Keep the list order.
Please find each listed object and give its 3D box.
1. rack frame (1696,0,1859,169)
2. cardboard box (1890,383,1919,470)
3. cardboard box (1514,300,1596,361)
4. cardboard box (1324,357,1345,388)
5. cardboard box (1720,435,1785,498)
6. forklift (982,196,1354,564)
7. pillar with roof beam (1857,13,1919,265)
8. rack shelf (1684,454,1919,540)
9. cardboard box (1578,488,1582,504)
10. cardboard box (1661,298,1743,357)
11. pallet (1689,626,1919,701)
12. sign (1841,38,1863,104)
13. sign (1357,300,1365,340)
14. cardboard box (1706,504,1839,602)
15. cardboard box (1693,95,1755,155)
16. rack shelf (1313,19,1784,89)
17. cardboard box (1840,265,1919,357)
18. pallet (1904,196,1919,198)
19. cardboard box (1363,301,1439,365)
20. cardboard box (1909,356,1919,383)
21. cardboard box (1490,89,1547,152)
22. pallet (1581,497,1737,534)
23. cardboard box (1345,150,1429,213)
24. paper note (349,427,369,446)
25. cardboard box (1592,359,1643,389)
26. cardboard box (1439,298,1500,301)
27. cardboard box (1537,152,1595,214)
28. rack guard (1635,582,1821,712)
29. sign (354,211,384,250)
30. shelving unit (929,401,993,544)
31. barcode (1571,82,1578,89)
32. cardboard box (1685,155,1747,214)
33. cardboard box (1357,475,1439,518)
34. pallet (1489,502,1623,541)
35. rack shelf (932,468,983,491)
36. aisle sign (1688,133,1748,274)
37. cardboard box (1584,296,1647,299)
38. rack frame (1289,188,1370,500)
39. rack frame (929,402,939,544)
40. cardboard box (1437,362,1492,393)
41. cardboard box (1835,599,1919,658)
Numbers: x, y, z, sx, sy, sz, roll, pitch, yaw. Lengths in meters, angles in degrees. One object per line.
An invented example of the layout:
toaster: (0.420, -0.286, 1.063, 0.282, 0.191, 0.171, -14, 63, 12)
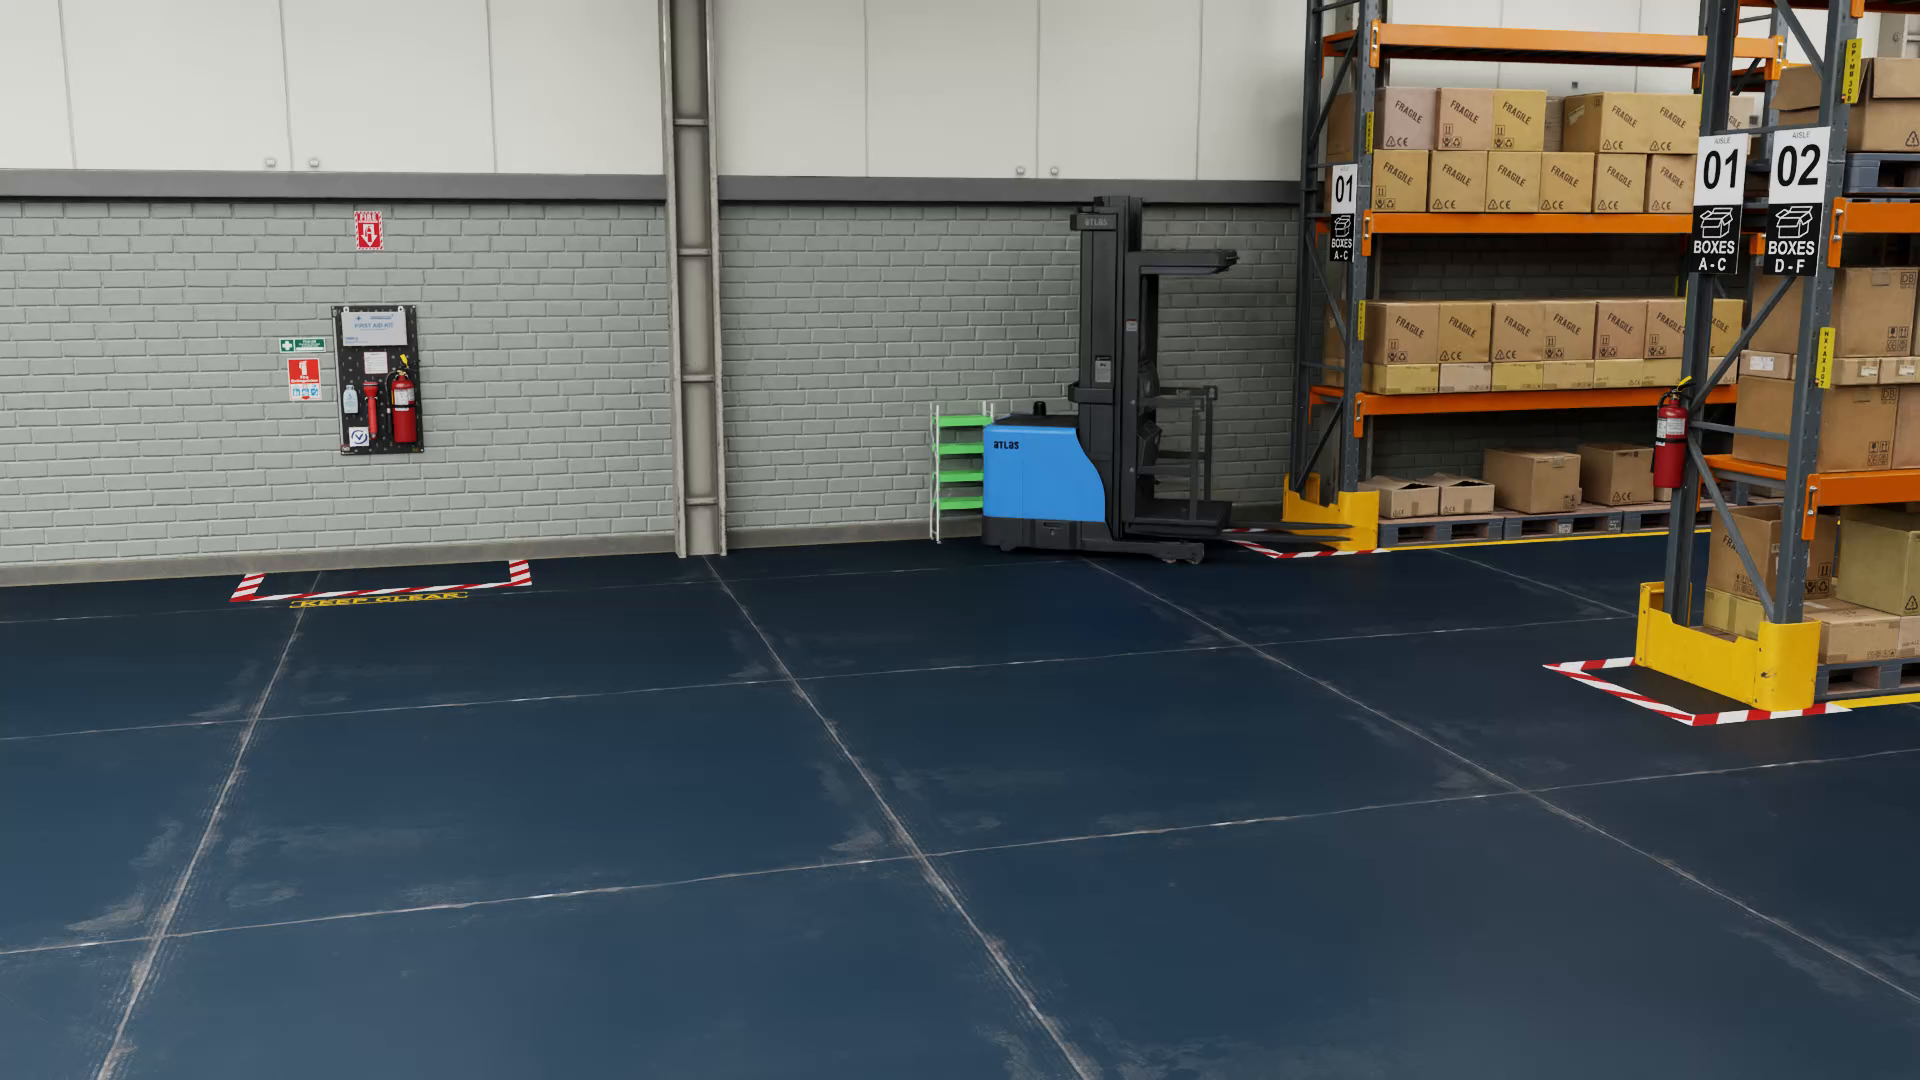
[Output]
rack frame: (4.547, -3.572, 9.095, 0.127, 3.000, 1.000, -3, 11, -16)
cardboard box: (5.502, -0.720, 9.894, 0.500, 0.500, 0.700, -3, 11, -14)
cardboard box: (5.169, -1.836, 14.522, 0.500, 0.500, 0.500, -3, 11, -14)
cardboard box: (3.553, -1.476, 14.638, 0.500, 0.250, 0.500, -3, 11, -15)
cardboard box: (7.702, -0.712, 15.819, 0.500, 0.500, 0.700, -3, 11, -14)
forklift: (1.756, -1.352, 13.797, 3.031, 2.935, 1.130, 3, 11, 15)
pillar with roof beam: (10.553, -4.174, 12.365, 0.400, 9.000, 9.100, -3, 11, -16)
rack shelf: (6.467, -0.369, 10.253, 4.000, 0.370, 1.077, -3, 11, -16)
cardboard box: (5.458, -0.422, 15.212, 0.250, 0.149, 0.380, -4, 11, -21)
cardboard box: (6.632, -1.912, 14.936, 0.500, 0.500, 0.500, -3, 11, -16)
pallet: (5.270, 0.704, 10.140, 1.213, 0.211, 1.003, -3, 11, -16)
sign: (4.696, -2.469, 8.755, 0.005, 0.325, 0.100, -3, 11, -16)
sign: (3.311, -1.814, 13.724, 0.005, 0.325, 0.100, -3, 11, -16)
cardboard box: (4.979, 0.076, 10.210, 0.500, 0.500, 0.500, -3, 11, -16)
cardboard box: (6.594, -3.638, 14.648, 0.500, 0.500, 0.500, -4, 11, -21)
rack shelf: (5.079, -4.179, 14.387, 4.000, 0.370, 1.077, -3, 11, -16)
cardboard box: (5.553, -1.360, 9.792, 0.500, 0.500, 0.700, -3, 11, -17)
pallet: (6.407, -2.147, 9.883, 1.213, 0.211, 1.003, -3, 11, -16)
cardboard box: (3.701, -1.759, 14.106, 0.500, 0.500, 0.500, -3, 11, -16)
cardboard box: (5.477, -0.998, 9.617, 0.250, 0.149, 0.380, -3, 11, -16)
cardboard box: (4.581, -3.530, 14.060, 0.500, 0.500, 0.500, -3, 11, -14)
pallet: (6.364, -0.273, 15.449, 1.213, 0.211, 1.003, -3, 11, -16)
cardboard box: (3.550, -2.990, 13.888, 0.500, 0.500, 0.500, -3, 11, -14)
paper note: (-4.744, -0.816, 13.128, 0.142, 0.148, 0.016, -3, 11, -16)
cardboard box: (5.670, -1.492, 14.728, 0.500, 0.250, 0.500, -3, 11, -16)
cardboard box: (4.533, -1.899, 14.864, 0.500, 0.500, 0.500, -3, 11, -18)
cardboard box: (5.081, -3.069, 14.316, 0.500, 0.500, 0.500, -2, 11, -12)
rack guard: (4.524, 0.609, 9.858, 0.348, 0.500, 1.175, -3, 11, -16)
sign: (-4.591, -2.403, 12.913, 0.199, 0.298, 0.001, -3, 11, -16)
shelving unit: (0.010, -0.590, 14.436, 0.503, 1.200, 0.258, -3, 11, -17)
barcode: (5.545, -4.099, 14.995, 0.075, 0.075, 0.001, -3, 11, -16)
cardboard box: (6.581, -3.151, 14.759, 0.500, 0.500, 0.500, -3, 11, -14)
cardboard box: (3.848, -0.396, 14.624, 0.500, 0.311, 0.500, -4, 11, -22)
pallet: (5.191, -0.211, 15.110, 1.213, 0.211, 1.003, -3, 11, -16)
rack shelf: (0.010, -0.527, 14.448, 0.480, 0.148, 0.258, -3, 11, -17)
aisle sign: (4.402, -1.948, 9.662, 0.004, 0.787, 0.394, -3, 11, -16)
cardboard box: (5.992, -1.977, 15.288, 0.500, 0.500, 0.500, -3, 11, -16)
rack frame: (3.159, -1.483, 14.315, 0.127, 3.000, 1.000, -3, 11, -16)
rack frame: (-0.224, -0.578, 14.367, 0.015, 1.200, 0.240, -3, 11, -17)
cardboard box: (4.211, -1.417, 14.317, 0.500, 0.250, 0.500, -3, 11, -18)
cardboard box: (5.603, 0.510, 9.927, 0.500, 0.250, 0.500, -3, 11, -16)
